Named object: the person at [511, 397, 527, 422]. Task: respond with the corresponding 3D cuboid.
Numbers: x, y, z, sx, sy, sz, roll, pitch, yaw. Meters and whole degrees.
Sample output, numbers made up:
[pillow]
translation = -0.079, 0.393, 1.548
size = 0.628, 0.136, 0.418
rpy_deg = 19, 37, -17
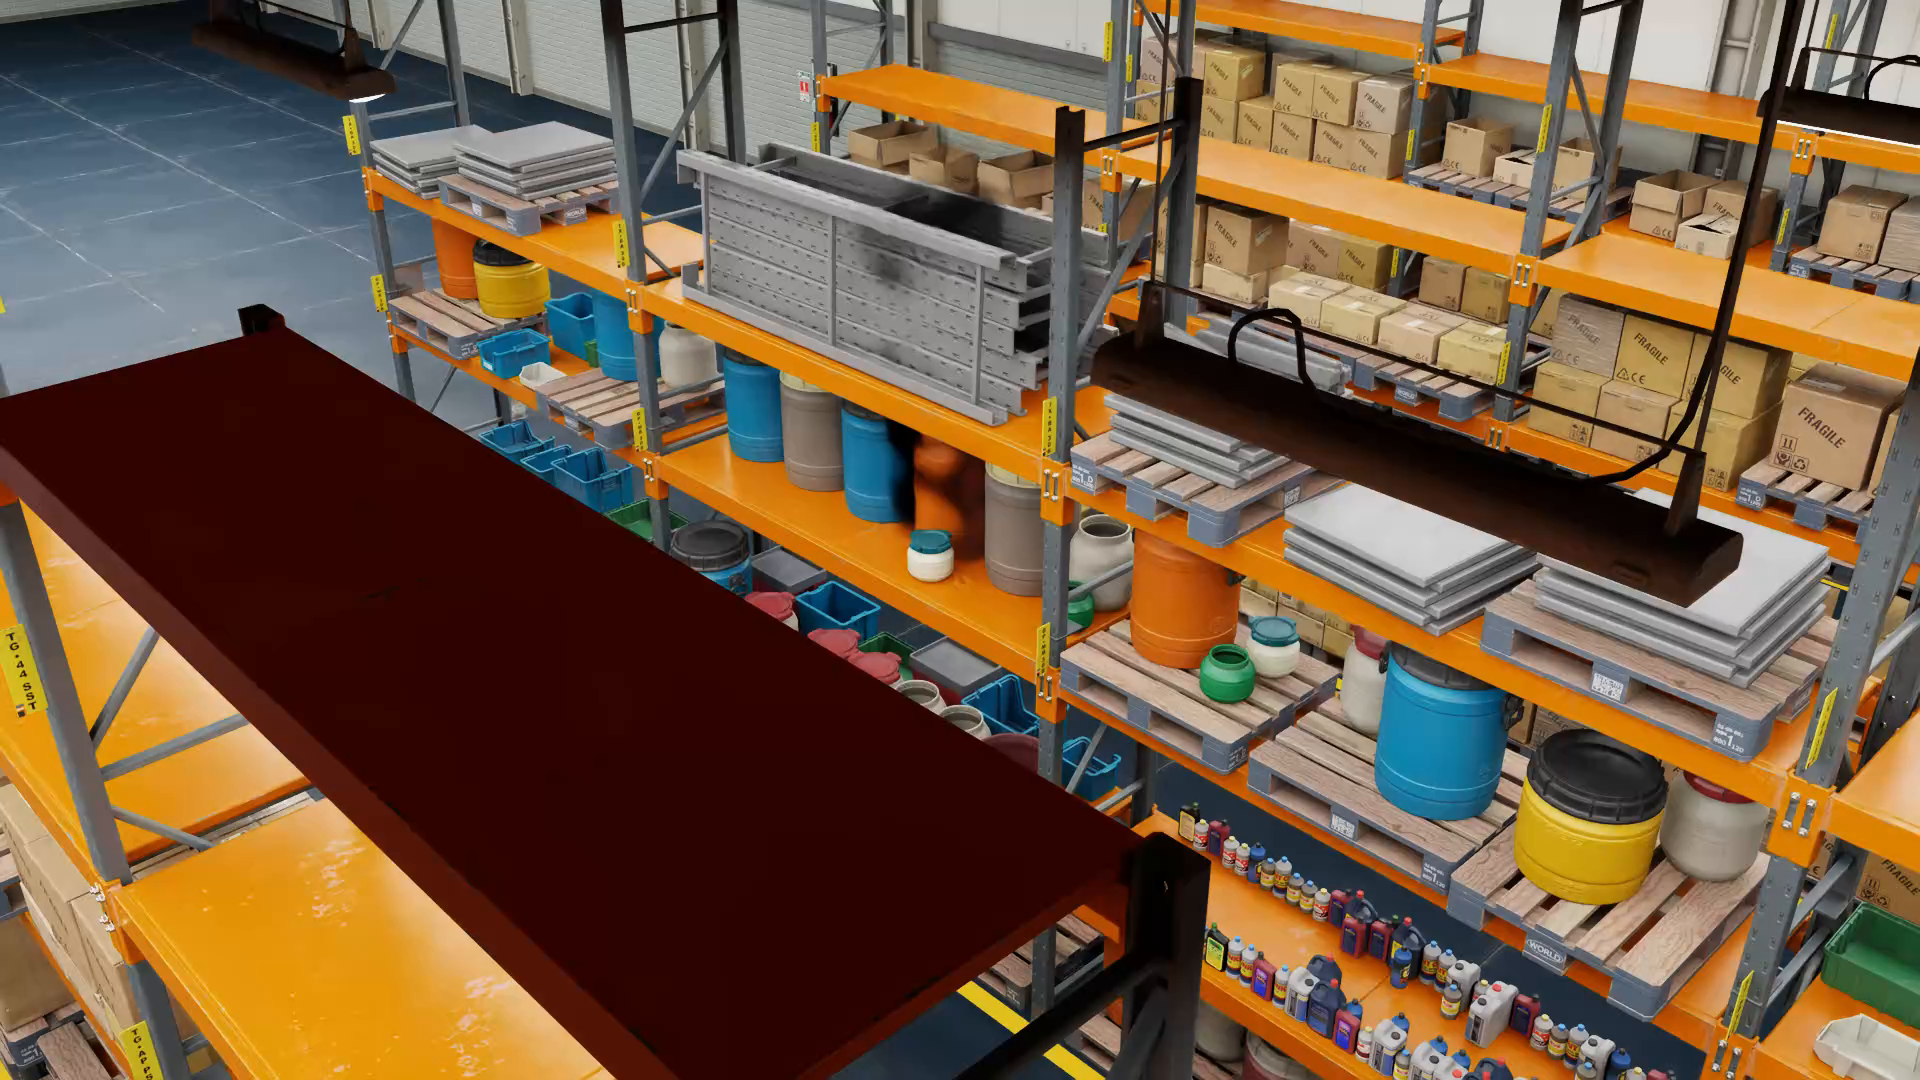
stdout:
[person]
translation = -4.955, -2.119, 19.084
size = 0.812, 1.677, 0.598
rpy_deg = -5, 29, -9
